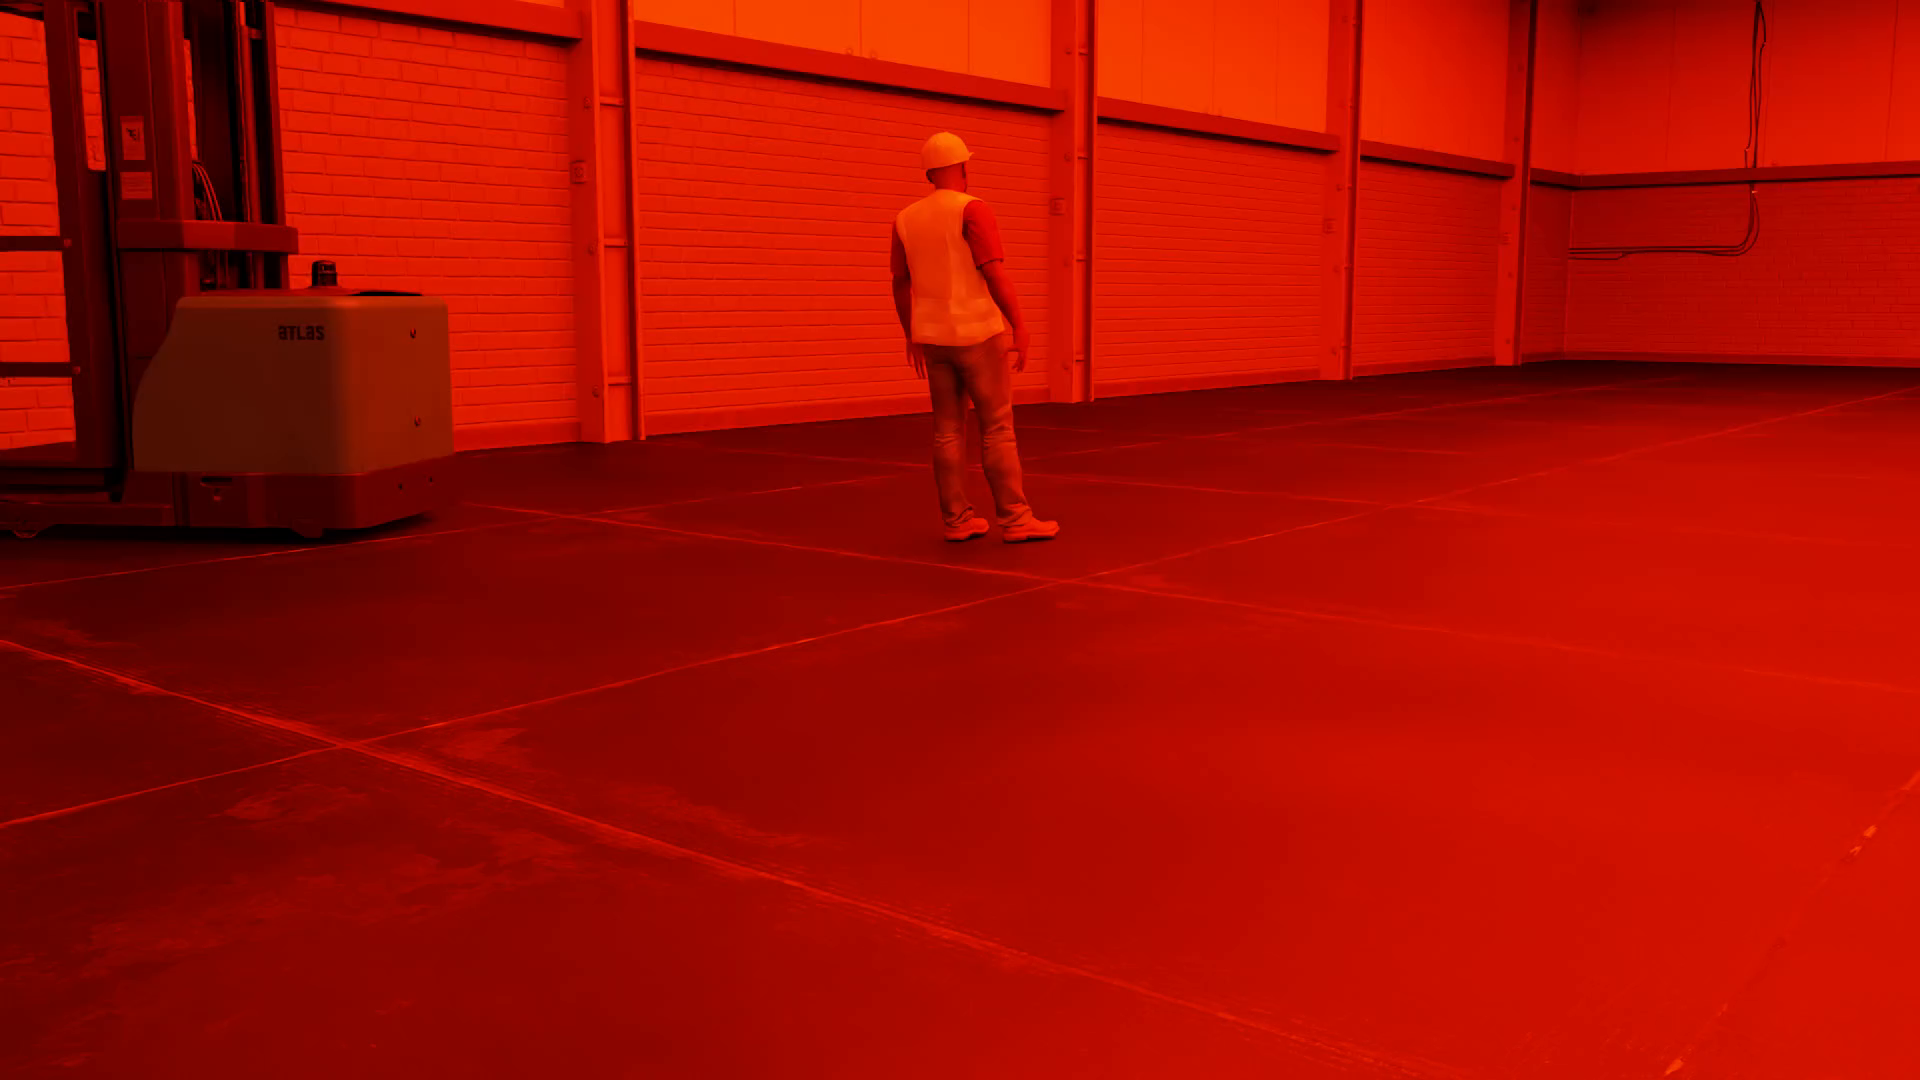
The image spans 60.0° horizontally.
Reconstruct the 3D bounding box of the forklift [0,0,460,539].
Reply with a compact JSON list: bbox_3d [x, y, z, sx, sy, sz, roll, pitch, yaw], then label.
[{"bbox_3d":[-4.016,-1.531,7.742,3.031,2.935,1.130,1,8,9],"label":"forklift"}]

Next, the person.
[{"bbox_3d":[0.048,-0.888,7.327,0.666,1.768,0.575,7,11,38],"label":"person"}]
